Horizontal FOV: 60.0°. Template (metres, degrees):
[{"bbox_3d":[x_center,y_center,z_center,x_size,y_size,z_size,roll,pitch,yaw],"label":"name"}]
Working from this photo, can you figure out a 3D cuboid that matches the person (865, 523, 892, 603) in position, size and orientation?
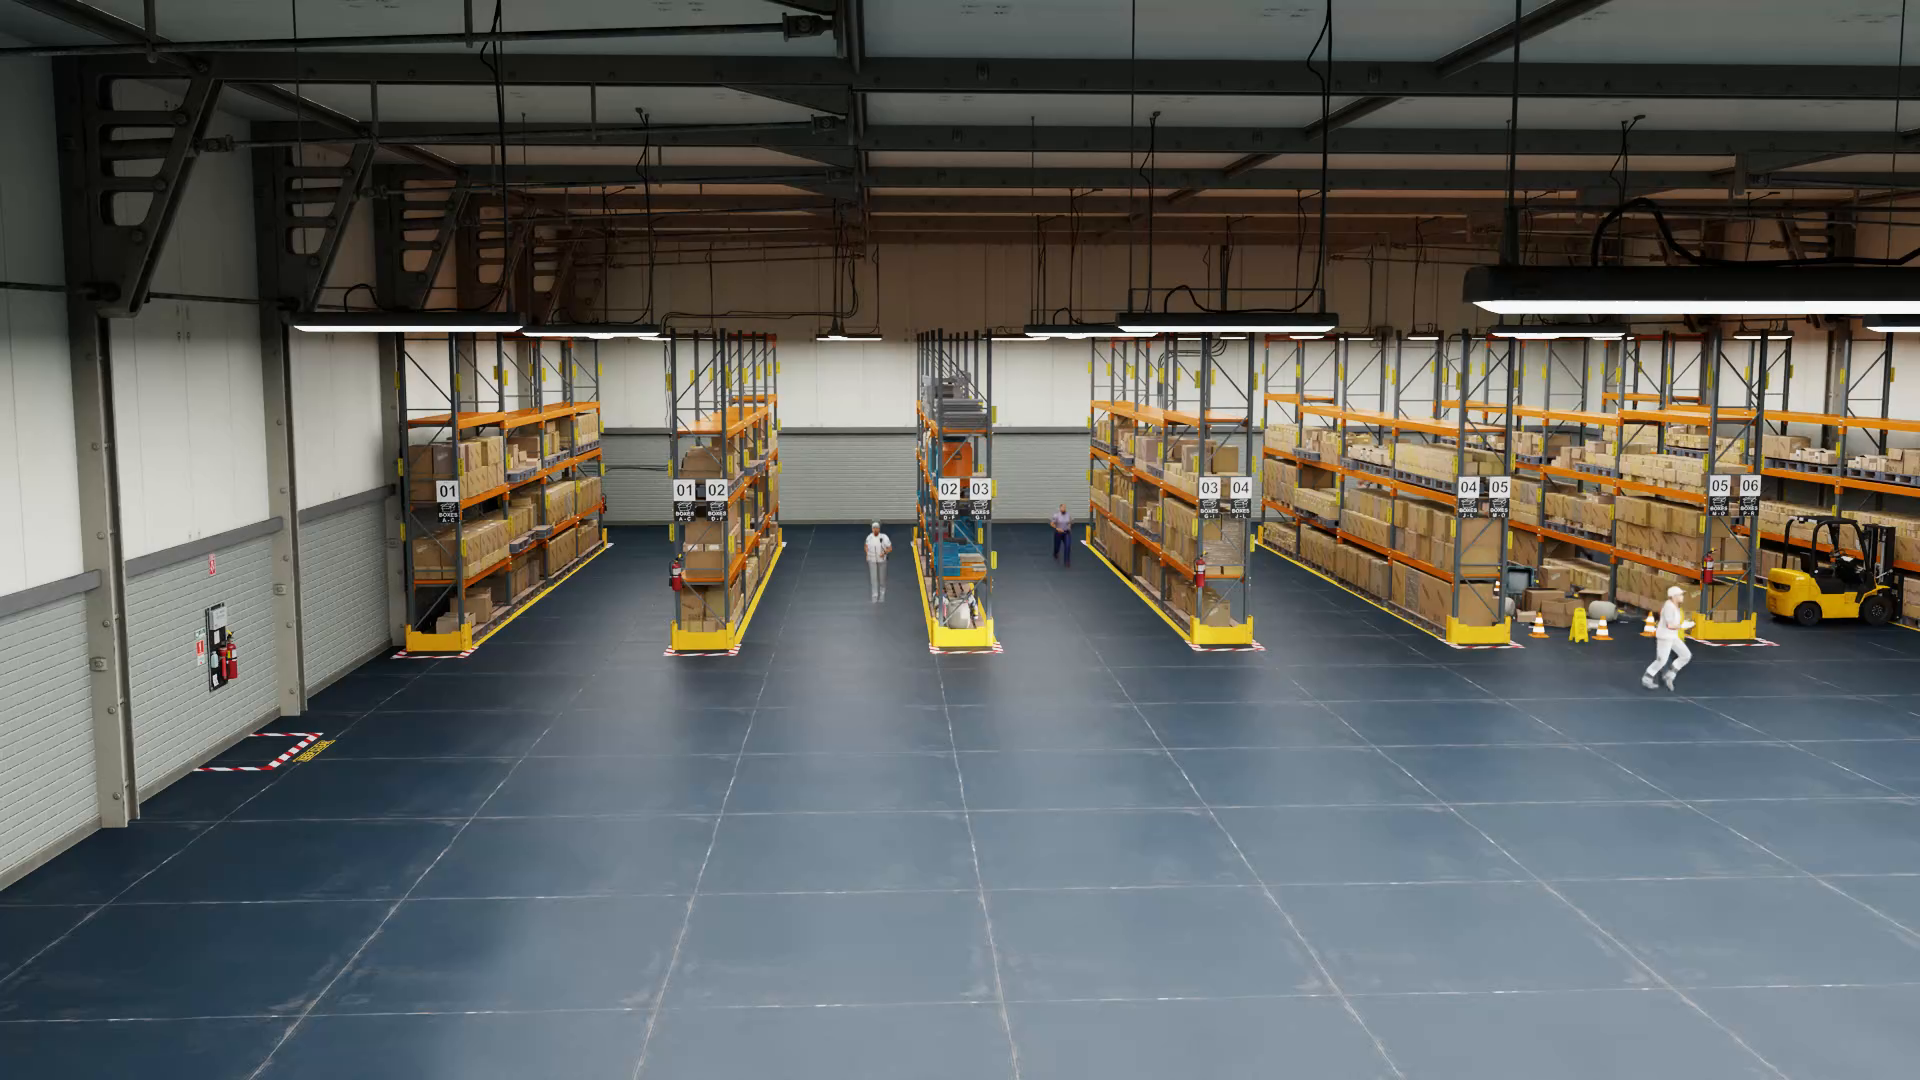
[{"bbox_3d":[-1.722,0.486,35.001,0.599,1.721,0.778,1,7,5],"label":"person"}]

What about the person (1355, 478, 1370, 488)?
[{"bbox_3d":[11.910,-1.011,49.615,0.705,1.824,0.632,-2,7,-17],"label":"person"}]

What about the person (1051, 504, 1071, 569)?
[{"bbox_3d":[2.615,-0.111,42.857,0.578,1.650,1.076,-1,7,-7],"label":"person"}]

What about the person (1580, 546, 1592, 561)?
[{"bbox_3d":[16.280,-0.181,43.059,0.652,1.670,0.604,-2,7,-14],"label":"person"}]

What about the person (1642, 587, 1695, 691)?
[{"bbox_3d":[11.650,1.617,27.310,0.806,1.743,0.697,5,8,37],"label":"person"}]
